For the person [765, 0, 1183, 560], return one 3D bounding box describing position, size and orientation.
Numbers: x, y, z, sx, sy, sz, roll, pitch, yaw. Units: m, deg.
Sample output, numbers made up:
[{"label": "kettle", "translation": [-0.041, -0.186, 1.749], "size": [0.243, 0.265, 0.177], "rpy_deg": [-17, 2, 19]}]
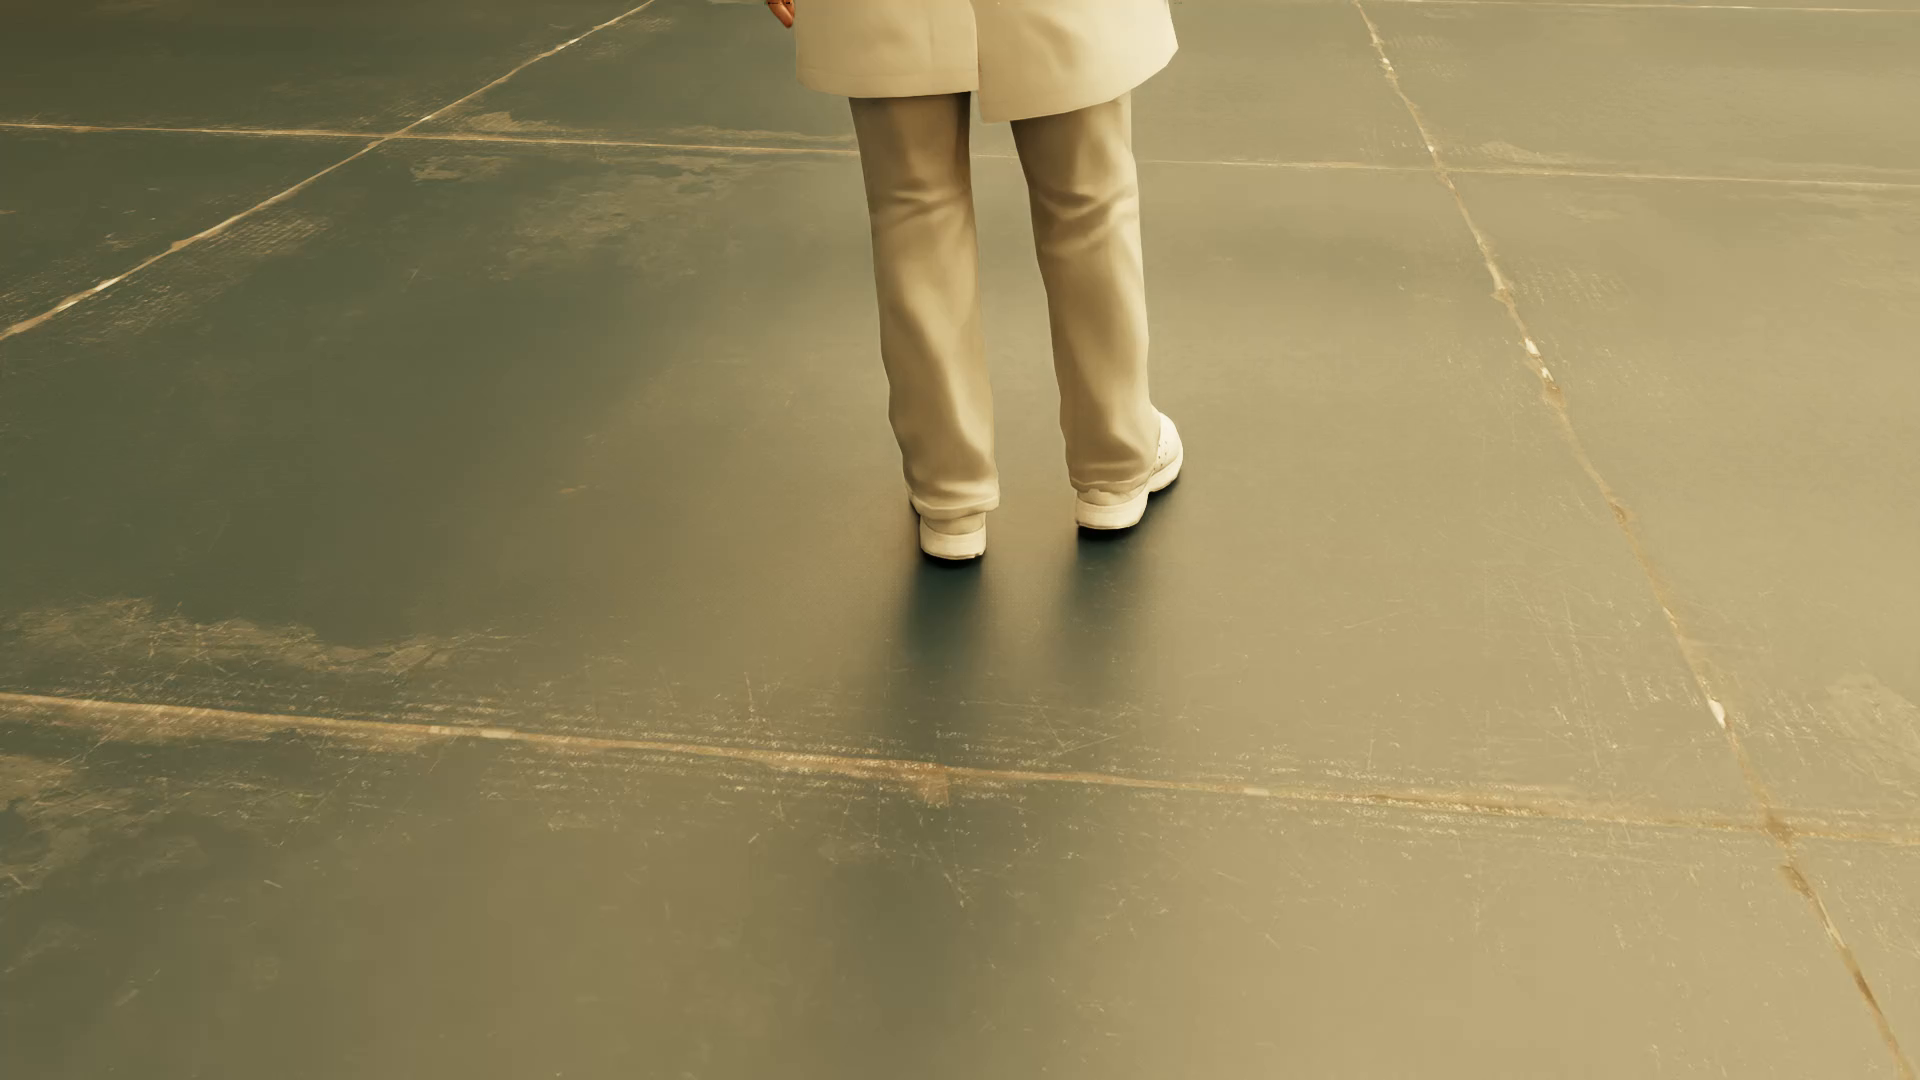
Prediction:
[{"label": "person", "translation": [0.016, -0.842, 2.181], "size": [0.696, 1.778, 0.578], "rpy_deg": [3, 27, 7]}]
